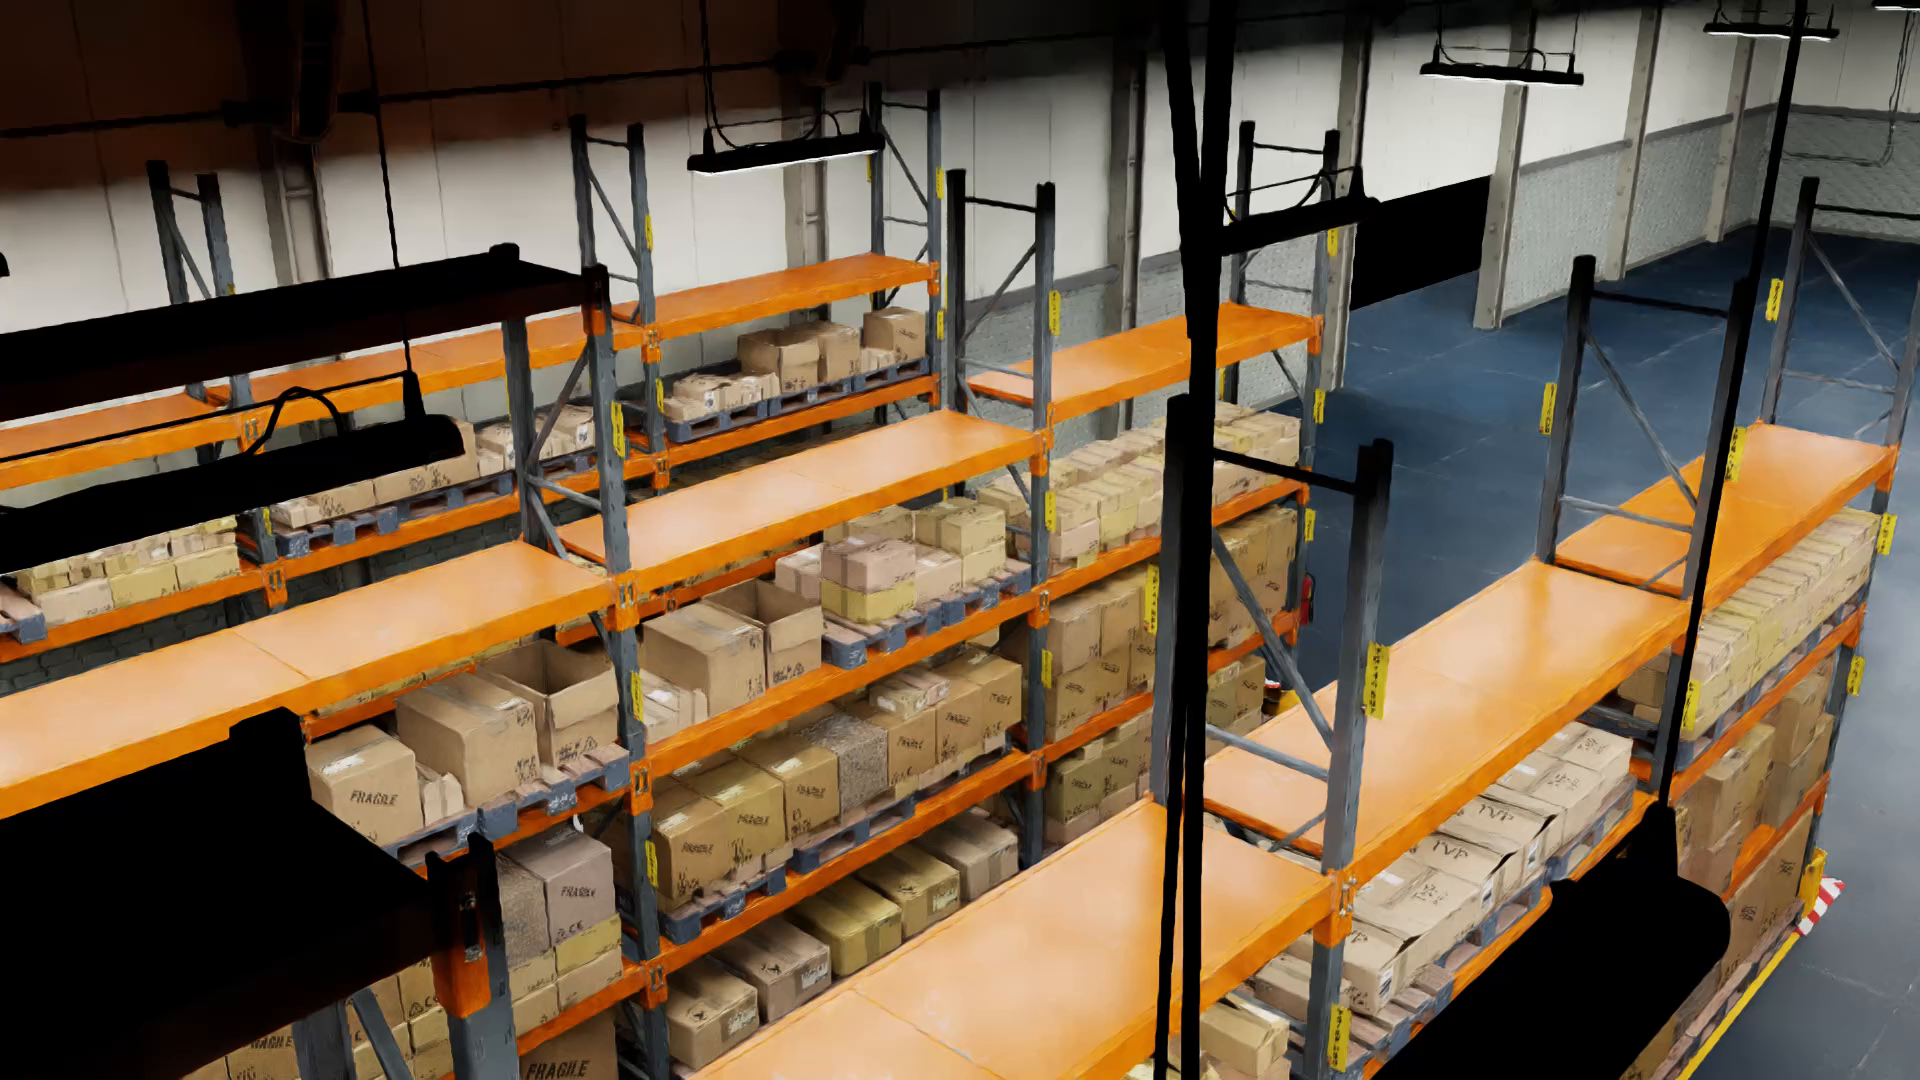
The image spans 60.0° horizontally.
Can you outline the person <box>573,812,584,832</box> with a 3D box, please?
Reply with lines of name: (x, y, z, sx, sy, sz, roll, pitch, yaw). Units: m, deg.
person: (-3.052, 2.514, 13.133, 0.501, 1.597, 0.433, -5, 22, -13)
